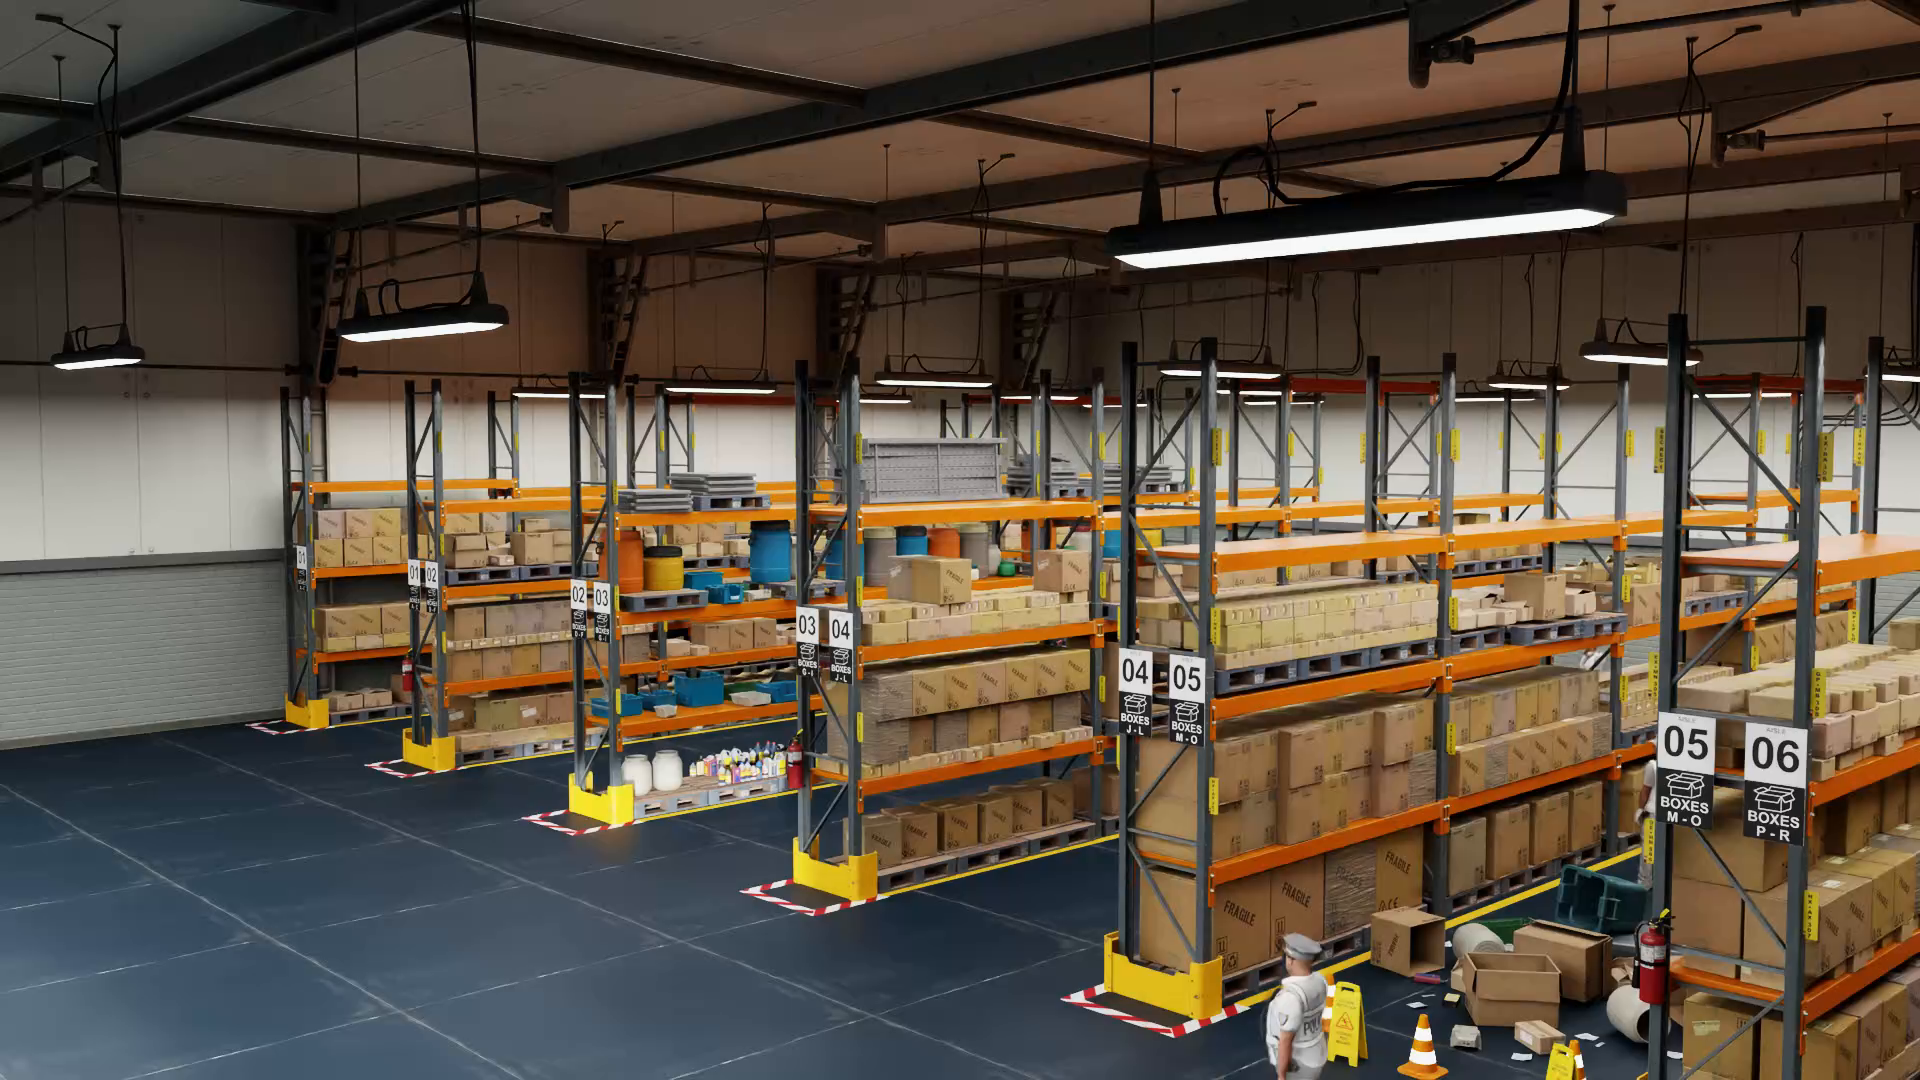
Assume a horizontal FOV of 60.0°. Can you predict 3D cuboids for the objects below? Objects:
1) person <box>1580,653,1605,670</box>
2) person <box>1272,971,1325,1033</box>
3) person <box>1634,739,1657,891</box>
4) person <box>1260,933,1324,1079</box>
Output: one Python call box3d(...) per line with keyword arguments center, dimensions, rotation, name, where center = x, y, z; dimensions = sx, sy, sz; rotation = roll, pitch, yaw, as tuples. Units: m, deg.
box3d(center=(10.728, 2.633, 28.322), dimensions=(0.448, 1.452, 1.018), rotation=(3, 5, 43), name="person")
box3d(center=(3.553, 3.039, 19.491), dimensions=(10.027, 1.769, 14.371), rotation=(-2, 4, -25), name="person")
box3d(center=(7.942, 3.073, 18.844), dimensions=(0.589, 1.792, 0.397), rotation=(1, 4, 8), name="person")
box3d(center=(2.274, 3.513, 11.334), dimensions=(0.421, 1.678, 0.615), rotation=(1, 4, 20), name="person")
